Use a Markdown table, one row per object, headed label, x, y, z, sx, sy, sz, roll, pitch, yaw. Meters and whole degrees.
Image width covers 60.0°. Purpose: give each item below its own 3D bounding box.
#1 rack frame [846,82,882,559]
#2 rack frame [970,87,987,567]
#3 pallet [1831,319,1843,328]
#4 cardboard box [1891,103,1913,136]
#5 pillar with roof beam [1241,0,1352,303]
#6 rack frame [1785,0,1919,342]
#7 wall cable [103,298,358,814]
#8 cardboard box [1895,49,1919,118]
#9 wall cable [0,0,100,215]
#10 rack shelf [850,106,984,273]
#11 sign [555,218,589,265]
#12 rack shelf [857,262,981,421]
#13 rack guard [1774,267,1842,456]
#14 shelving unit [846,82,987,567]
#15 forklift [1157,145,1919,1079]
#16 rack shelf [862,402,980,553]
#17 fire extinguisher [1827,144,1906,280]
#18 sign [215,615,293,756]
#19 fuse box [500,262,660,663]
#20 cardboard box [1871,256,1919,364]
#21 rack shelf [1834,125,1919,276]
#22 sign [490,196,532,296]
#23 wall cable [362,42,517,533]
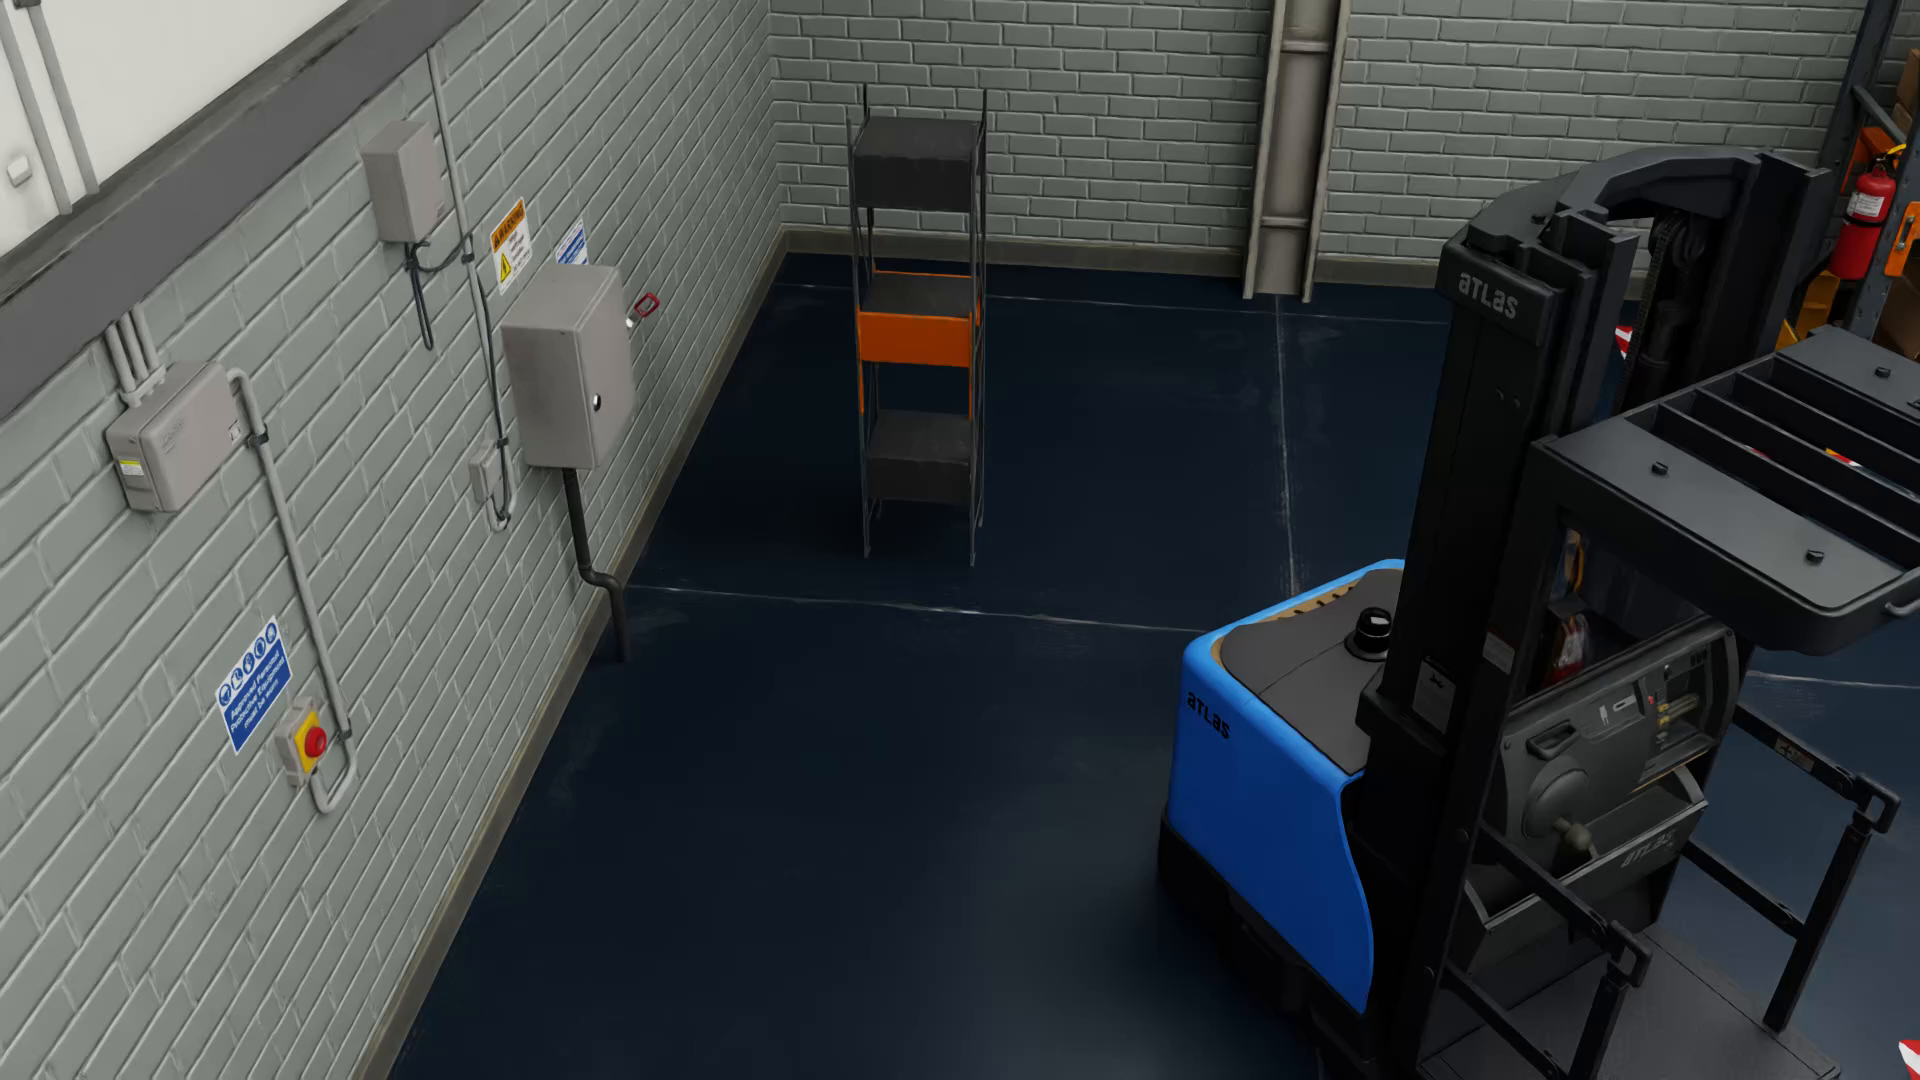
| label | x | y | z | sx | sy | sz | roll | pitch | yaw |
| --- | --- | --- | --- | --- | --- | --- | --- | --- | --- |
| rack frame | -0.406 | -0.885 | 7.183 | 0.015 | 2.100 | 0.400 | 4 | 36 | 6 |
| rack frame | 0.078 | -0.849 | 7.132 | 0.015 | 2.100 | 0.400 | 4 | 36 | 6 |
| pallet | 5.293 | -0.789 | 8.674 | 1.213 | 0.211 | 1.003 | 4 | 36 | 6 |
| cardboard box | 4.789 | -2.016 | 8.209 | 0.250 | 0.149 | 0.380 | 4 | 36 | 5 |
| pillar with roof beam | 1.318 | -2.669 | 3.743 | 0.400 | 9.000 | 9.100 | 4 | 36 | 6 |
| rack frame | 4.426 | -1.988 | 7.954 | 0.127 | 3.000 | 1.000 | 4 | 36 | 6 |
| wall cable | -1.798 | 0.042 | 4.208 | 0.123 | 1.953 | 0.585 | 4 | 36 | 6 |
| cardboard box | 4.916 | -2.167 | 8.078 | 0.500 | 0.250 | 0.500 | 5 | 36 | 7 |
| wall cable | -1.880 | -1.829 | 2.566 | 0.029 | 3.000 | 0.463 | 4 | 36 | 6 |
| rack shelf | -0.164 | -1.426 | 6.758 | 0.480 | 0.518 | 0.431 | 4 | 36 | 6 |
| sign | -1.528 | -0.993 | 6.641 | 0.001 | 0.494 | 0.329 | 4 | 36 | 6 |
| rack shelf | -0.164 | -0.856 | 7.165 | 0.480 | 0.518 | 0.431 | 4 | 36 | 6 |
| rack guard | 4.502 | -0.965 | 8.672 | 0.348 | 0.500 | 1.175 | 4 | 36 | 6 |
| shelving unit | -0.164 | -0.867 | 7.157 | 0.503 | 2.100 | 0.431 | 4 | 36 | 6 |
| forklift | 1.915 | 0.599 | 4.388 | 1.130 | 2.935 | 3.031 | -20 | 40 | -25 |
| rack shelf | -0.164 | -0.286 | 7.572 | 0.480 | 0.518 | 0.431 | 4 | 36 | 6 |
| fire extinguisher | 4.221 | -1.550 | 7.727 | 0.183 | 0.674 | 0.296 | 4 | 36 | 6 |
| sign | -1.865 | 0.381 | 4.401 | 0.001 | 0.218 | 0.327 | 4 | 36 | 6 |
| fuse box | -1.386 | -0.207 | 6.567 | 0.414 | 1.711 | 0.539 | 4 | 36 | 6 |
| cardboard box | 5.021 | -1.043 | 8.417 | 0.637 | 0.503 | 0.797 | 3 | 36 | 4 |
| rack shelf | 6.410 | -1.548 | 7.956 | 4.000 | 0.370 | 1.077 | 4 | 36 | 6 |
| sign | -1.598 | -1.051 | 5.930 | 0.001 | 0.242 | 0.339 | 4 | 36 | 6 |
| wall cable | -1.629 | -0.763 | 5.363 | 0.122 | 1.984 | 0.588 | 4 | 36 | 6 |
